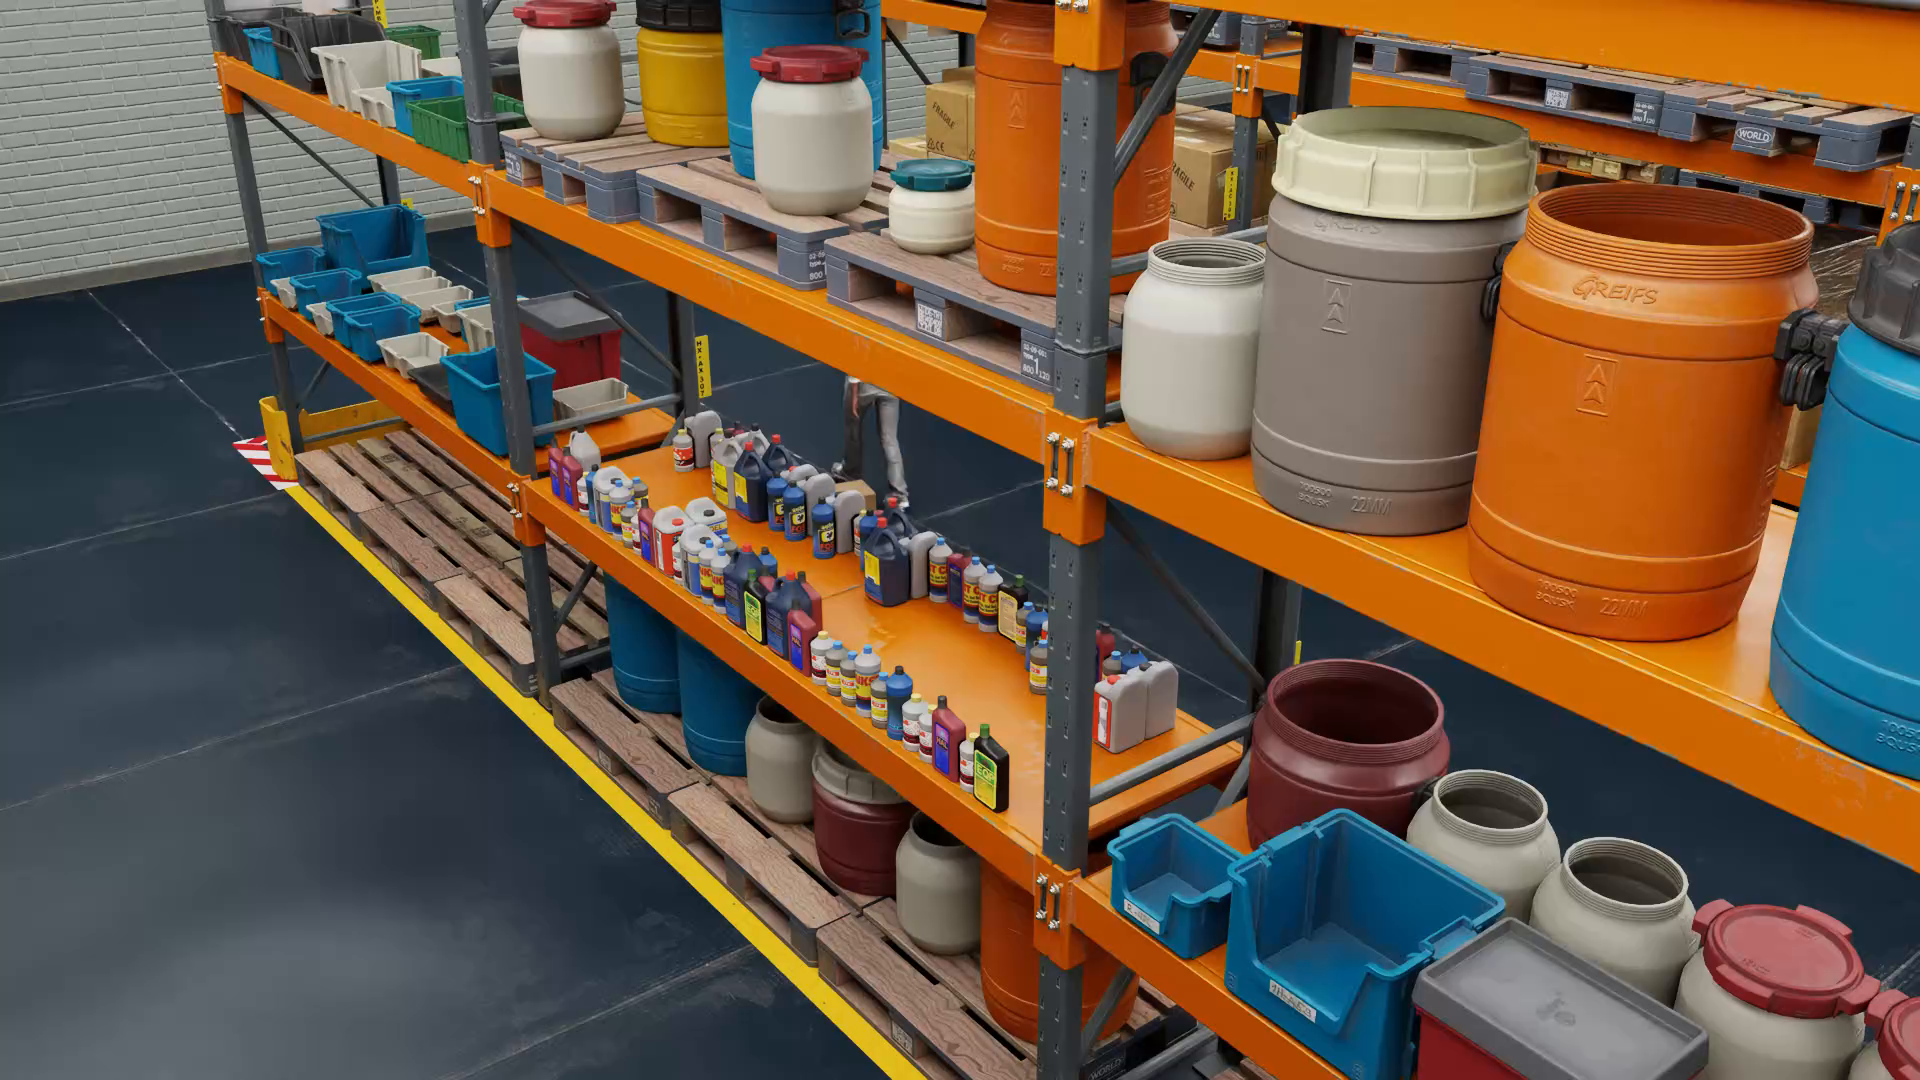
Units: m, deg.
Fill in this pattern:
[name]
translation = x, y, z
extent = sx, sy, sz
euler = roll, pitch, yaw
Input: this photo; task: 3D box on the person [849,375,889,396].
[person]
translation = -0.542, -1.222, 10.629
extent = 0.431, 0.538, 0.289
euler = -11, 27, -21
